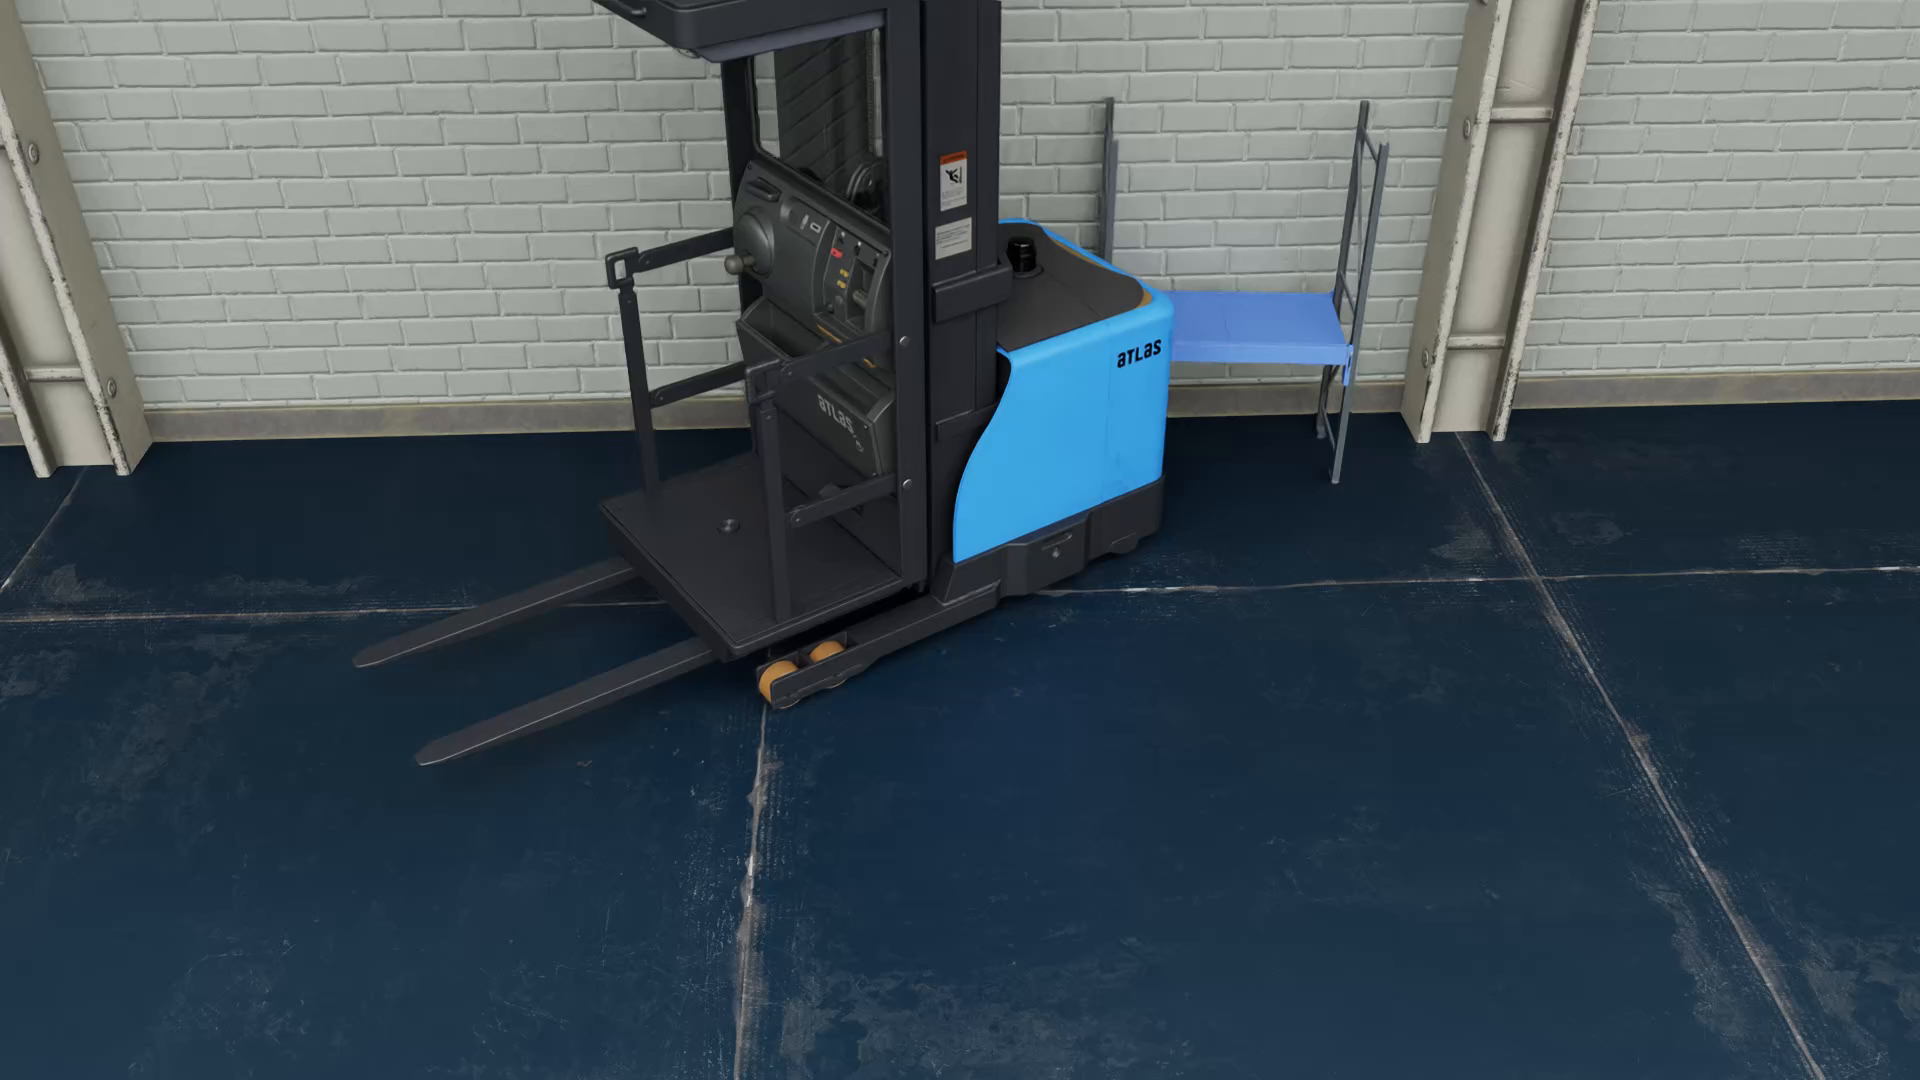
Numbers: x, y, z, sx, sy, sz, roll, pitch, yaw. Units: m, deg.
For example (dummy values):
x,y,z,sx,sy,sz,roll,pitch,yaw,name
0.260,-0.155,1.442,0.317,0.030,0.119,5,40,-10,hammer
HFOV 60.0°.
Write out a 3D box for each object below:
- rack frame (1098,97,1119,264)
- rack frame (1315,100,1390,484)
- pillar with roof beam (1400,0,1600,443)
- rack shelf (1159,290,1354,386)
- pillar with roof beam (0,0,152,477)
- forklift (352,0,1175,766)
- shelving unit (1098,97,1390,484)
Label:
x,y,z,sx,sy,sz,roll,pitch,yaw,name
0.594,-1.024,6.908,0.032,1.500,0.500,1,34,2,rack frame
1.610,-1.000,6.874,0.032,1.500,0.500,1,34,2,rack frame
2.421,-1.777,1.410,0.400,9.000,9.100,-2,35,-2,pillar with roof beam
1.102,-0.863,6.992,1.000,0.185,0.538,1,34,2,rack shelf
-3.573,-1.615,1.177,0.400,9.000,9.100,-2,35,-2,pillar with roof beam
-0.682,-0.952,5.551,3.031,2.935,1.130,-22,40,-28,forklift
1.102,-1.012,6.891,1.048,1.500,0.538,1,34,2,shelving unit
